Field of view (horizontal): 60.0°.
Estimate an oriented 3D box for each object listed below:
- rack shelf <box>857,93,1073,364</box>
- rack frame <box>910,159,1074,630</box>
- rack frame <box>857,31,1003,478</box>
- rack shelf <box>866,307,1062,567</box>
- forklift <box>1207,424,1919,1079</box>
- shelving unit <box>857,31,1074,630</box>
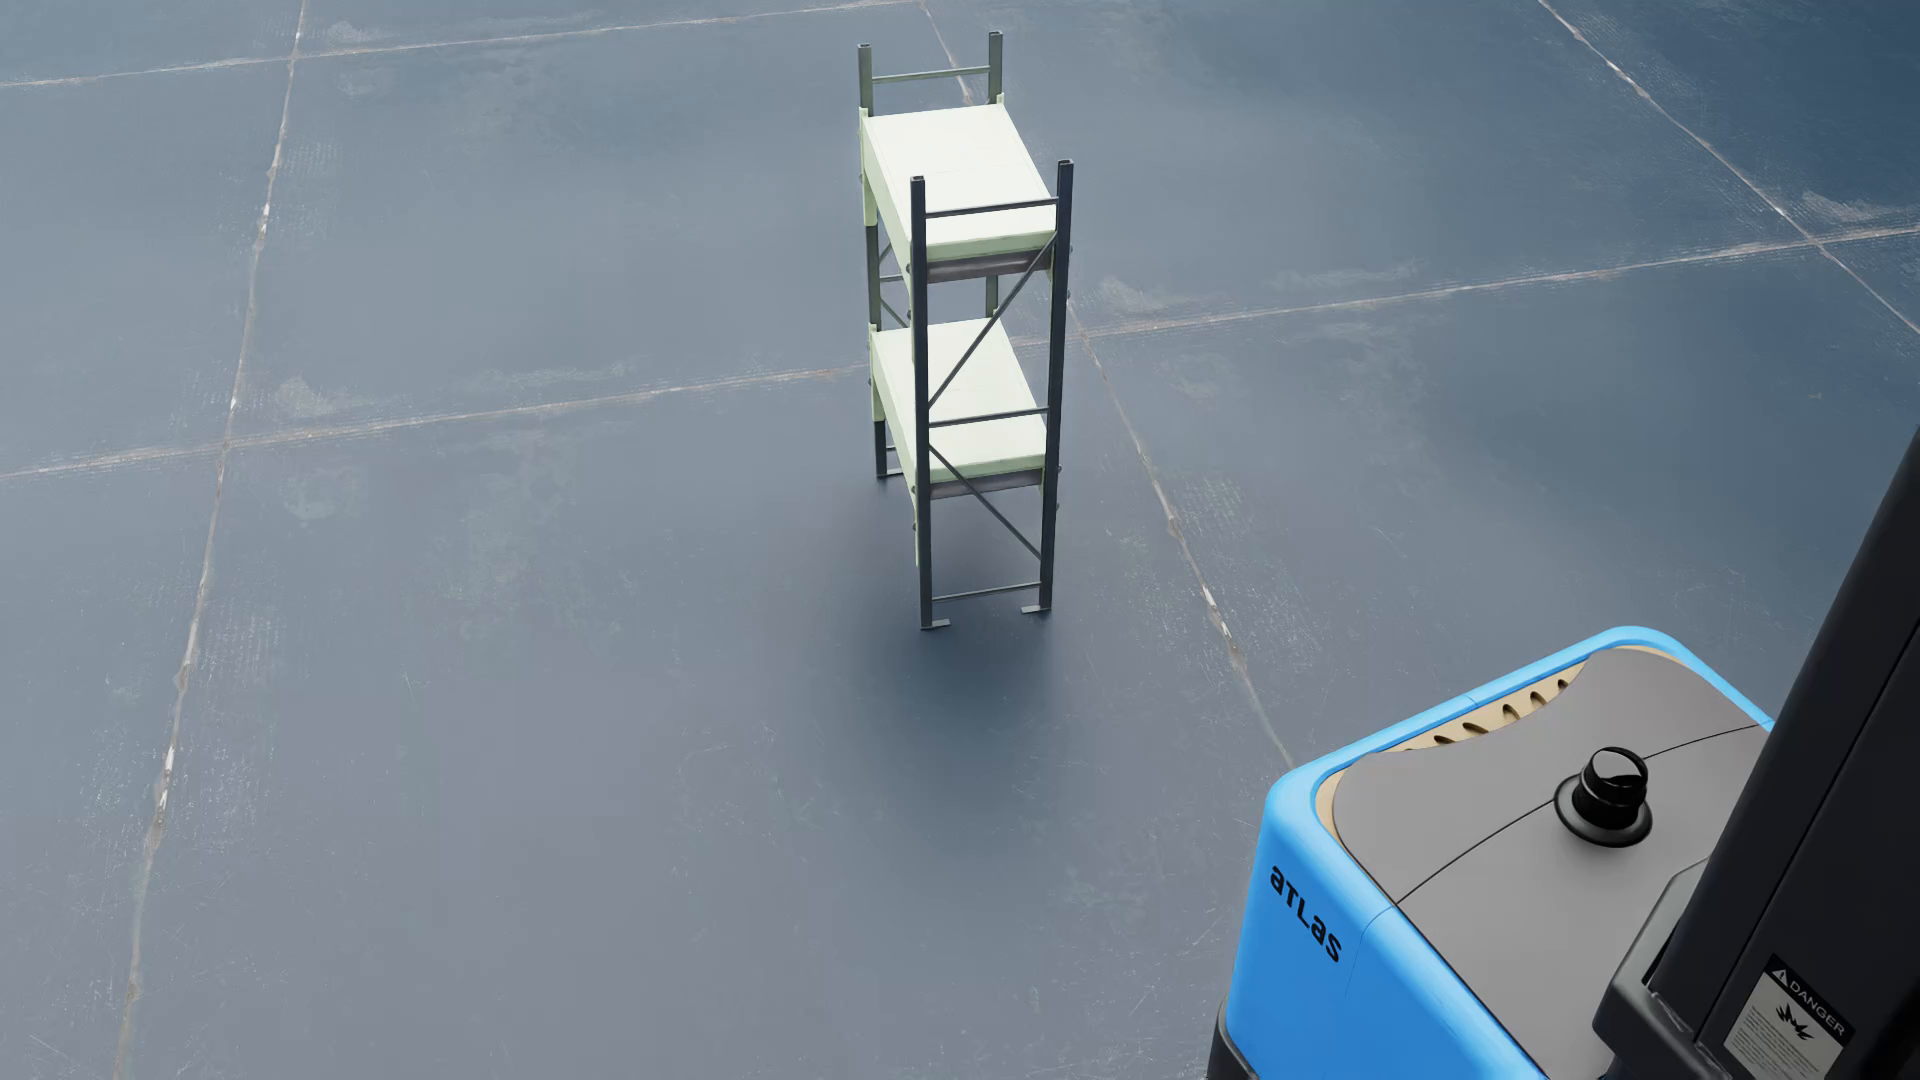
[{"bbox_3d":[-0.001,-0.857,4.498,0.431,0.370,0.720,-8,42,-9],"label":"rack shelf"},{"bbox_3d":[0.078,-0.328,4.490,0.400,1.500,0.023,-8,42,-9],"label":"rack frame"},{"bbox_3d":[-0.080,-0.802,5.024,0.400,1.500,0.023,-8,42,-9],"label":"rack frame"},{"bbox_3d":[-0.001,-0.321,4.973,0.431,0.370,0.720,-8,42,-9],"label":"rack shelf"},{"bbox_3d":[1.696,0.877,2.054,1.130,2.935,3.031,-19,45,-21],"label":"forklift"},{"bbox_3d":[-0.001,-0.565,4.757,0.431,1.500,0.755,-8,42,-9],"label":"shelving unit"}]
